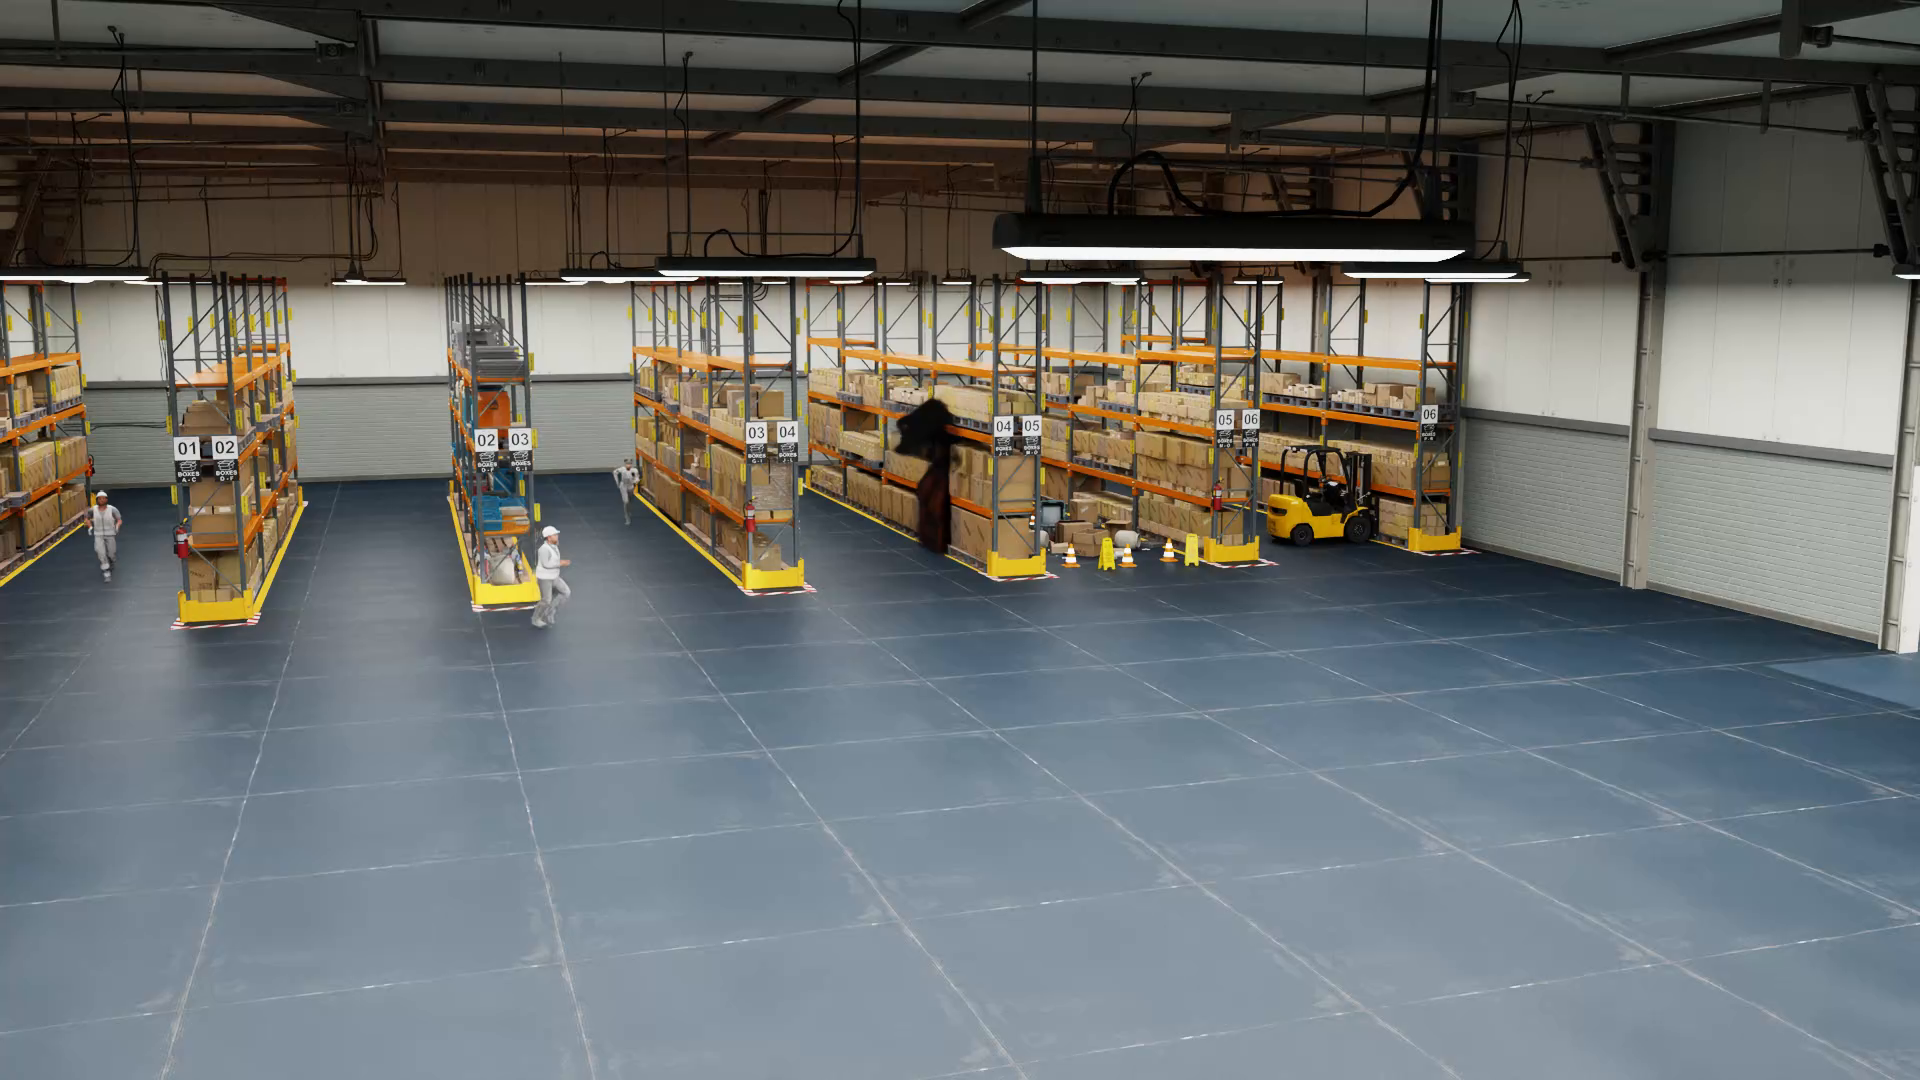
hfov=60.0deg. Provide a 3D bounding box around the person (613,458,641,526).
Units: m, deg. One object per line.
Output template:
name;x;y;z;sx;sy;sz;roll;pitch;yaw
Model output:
person;-8.165;-1.198;40.768;0.631;1.683;0.900;-3;9;-21

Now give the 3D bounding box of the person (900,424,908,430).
person;-1.577;-2.467;48.391;0.817;1.826;0.664;8;12;44

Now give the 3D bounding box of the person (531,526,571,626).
person;-6.928;0.616;28.137;0.768;1.719;0.688;1;9;8

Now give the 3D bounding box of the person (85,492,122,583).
person;-16.883;-0.075;32.807;0.656;1.774;0.845;-4;9;-25
